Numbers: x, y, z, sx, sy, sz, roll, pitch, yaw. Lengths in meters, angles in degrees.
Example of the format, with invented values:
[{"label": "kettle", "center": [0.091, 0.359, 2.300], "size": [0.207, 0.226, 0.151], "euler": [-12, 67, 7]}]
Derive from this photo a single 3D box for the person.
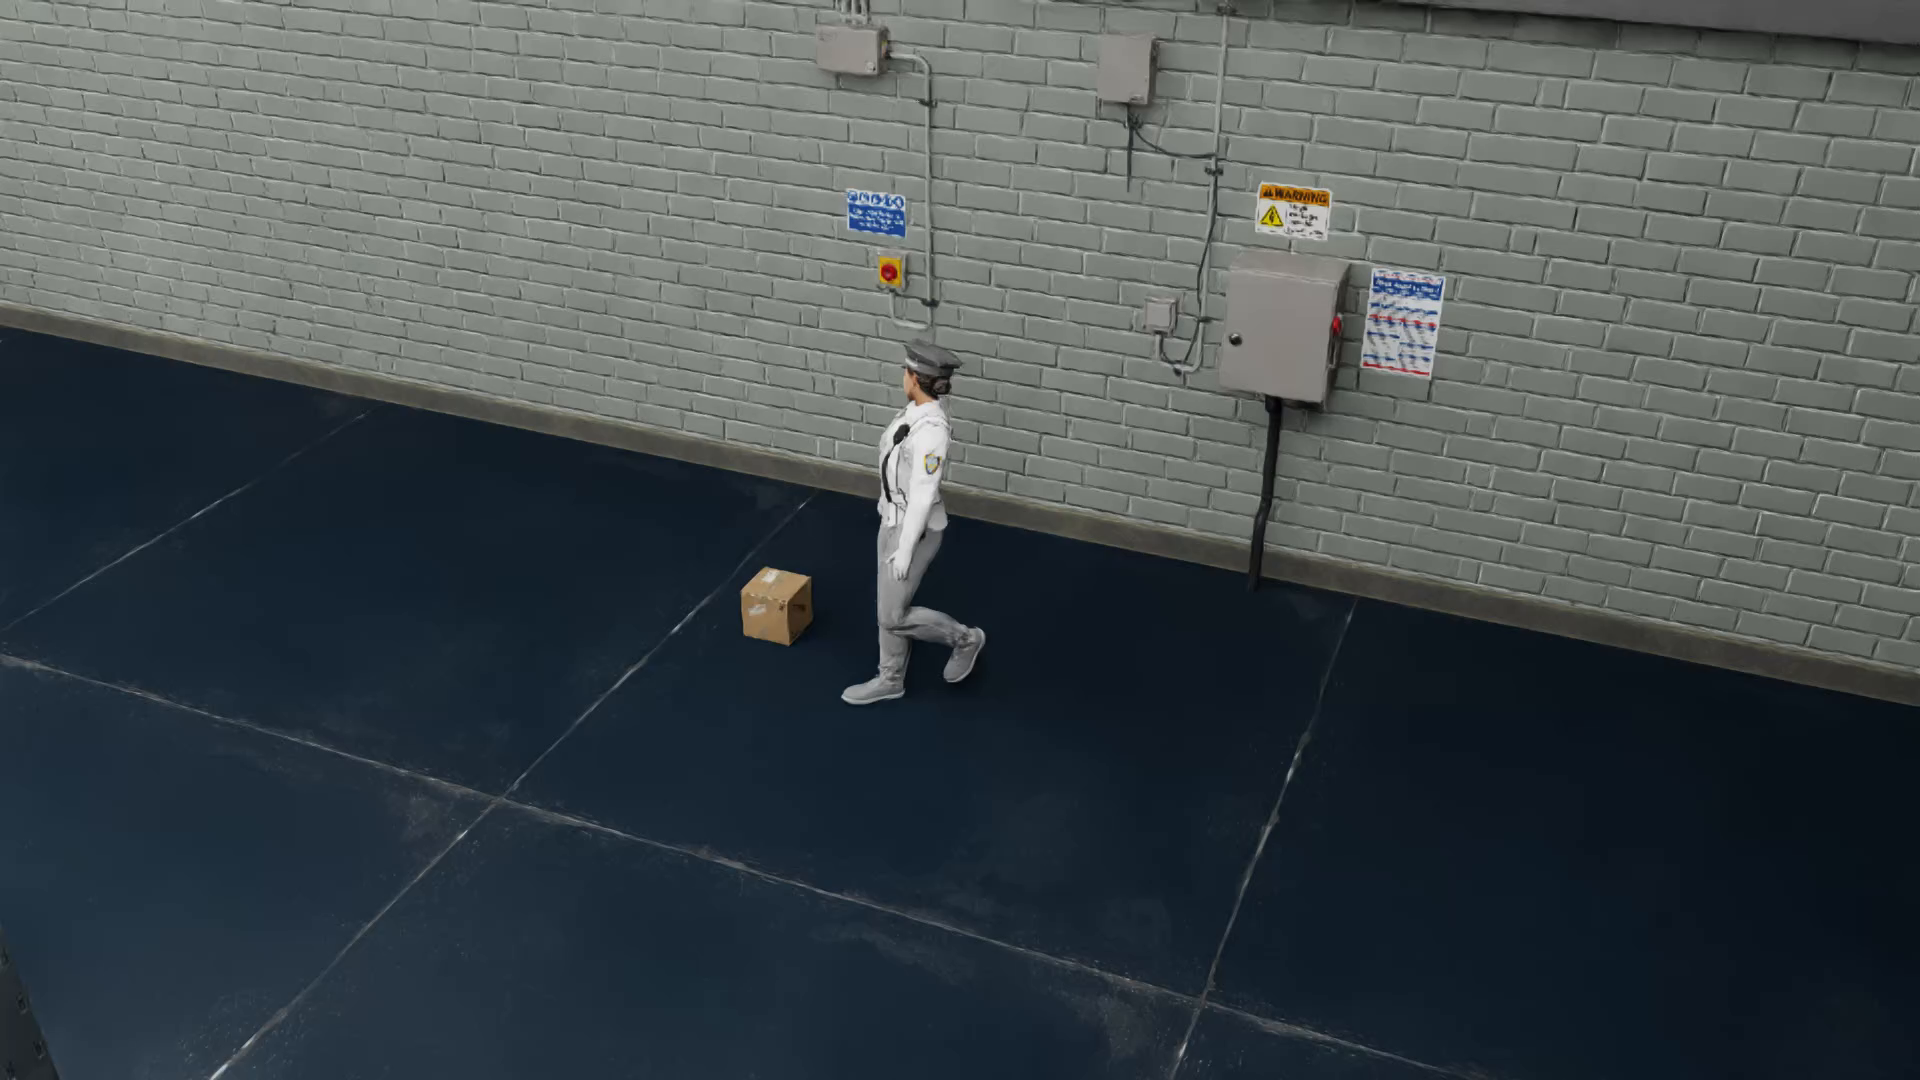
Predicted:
[{"label": "person", "center": [-0.231, -0.051, 7.227], "size": [0.643, 1.641, 0.544], "euler": [-5, 30, -9]}]
